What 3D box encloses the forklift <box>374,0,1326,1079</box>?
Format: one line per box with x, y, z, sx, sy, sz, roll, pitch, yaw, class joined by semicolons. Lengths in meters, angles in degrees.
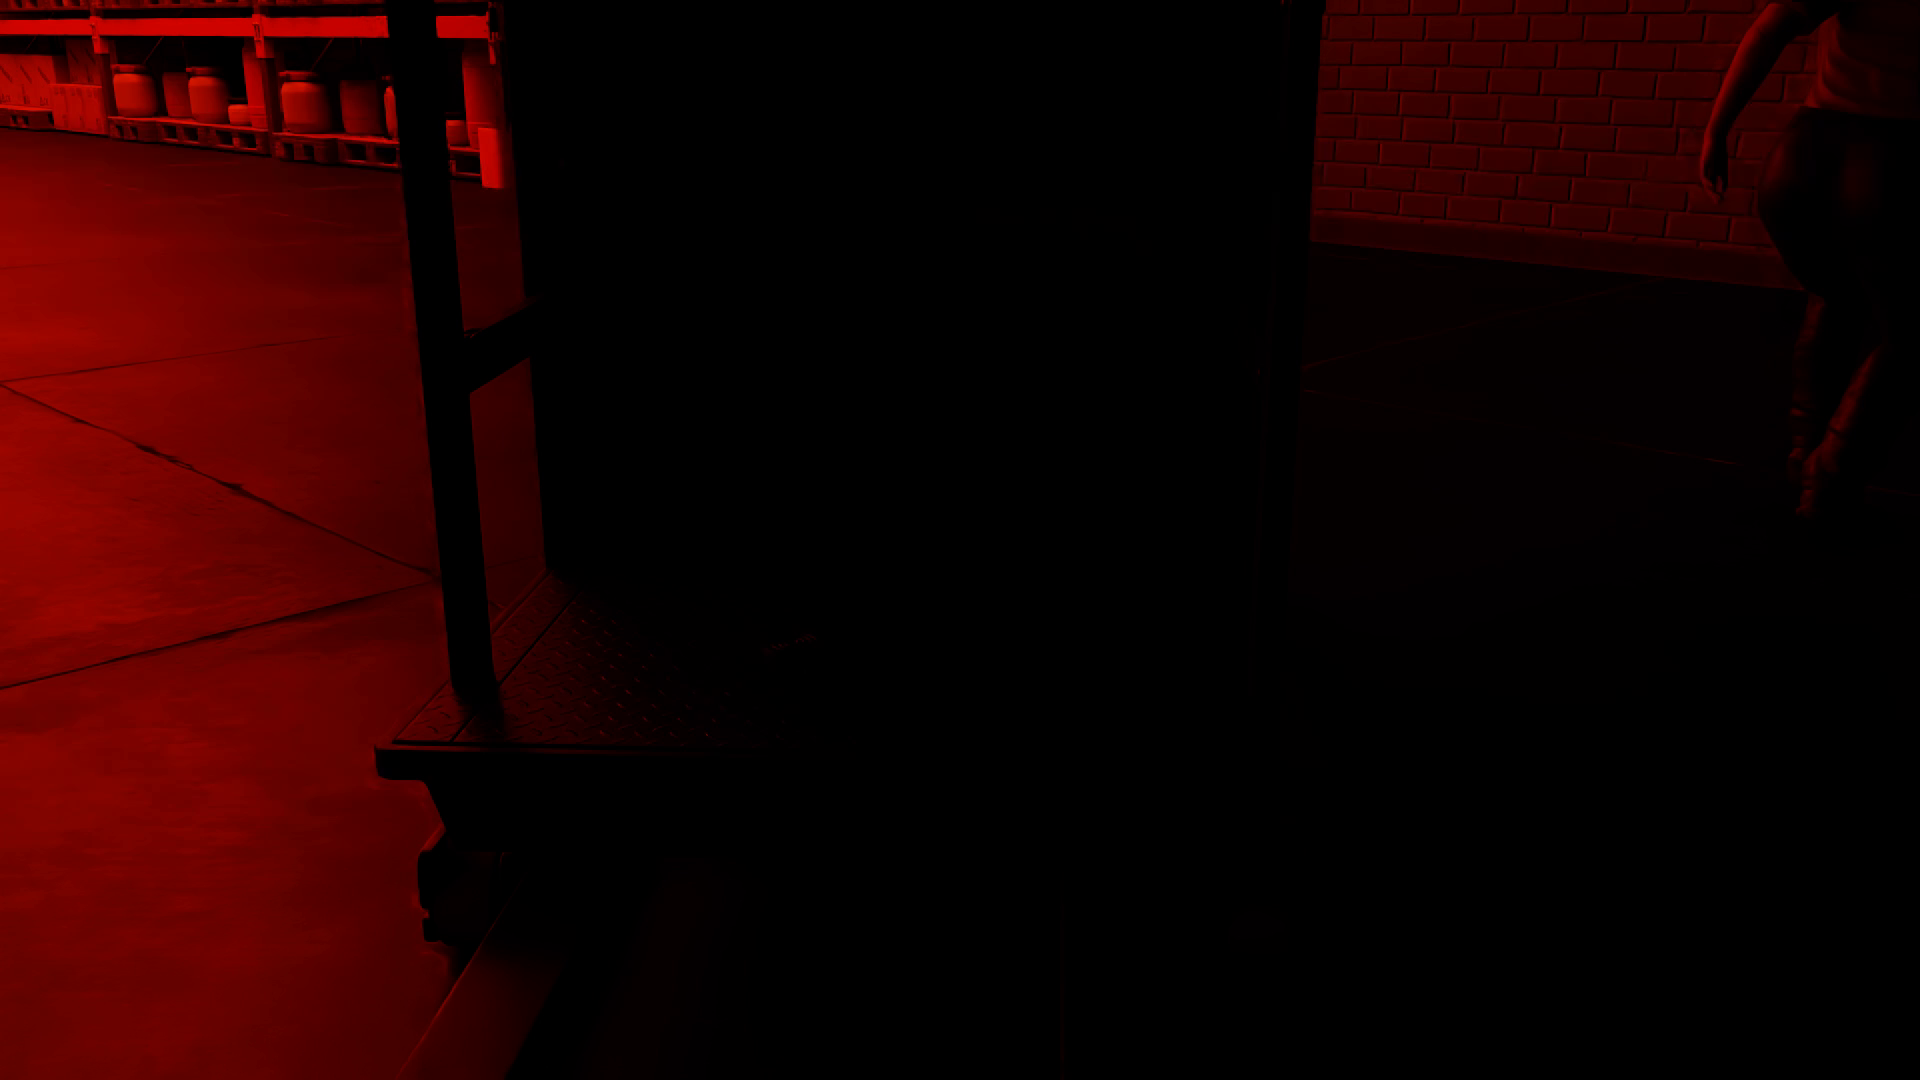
-0.107;-0.949;1.998;1.130;2.935;3.031;1;17;3;forklift

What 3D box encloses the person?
2.135;-0.790;3.882;0.736;1.651;0.569;-16;23;-41;person
